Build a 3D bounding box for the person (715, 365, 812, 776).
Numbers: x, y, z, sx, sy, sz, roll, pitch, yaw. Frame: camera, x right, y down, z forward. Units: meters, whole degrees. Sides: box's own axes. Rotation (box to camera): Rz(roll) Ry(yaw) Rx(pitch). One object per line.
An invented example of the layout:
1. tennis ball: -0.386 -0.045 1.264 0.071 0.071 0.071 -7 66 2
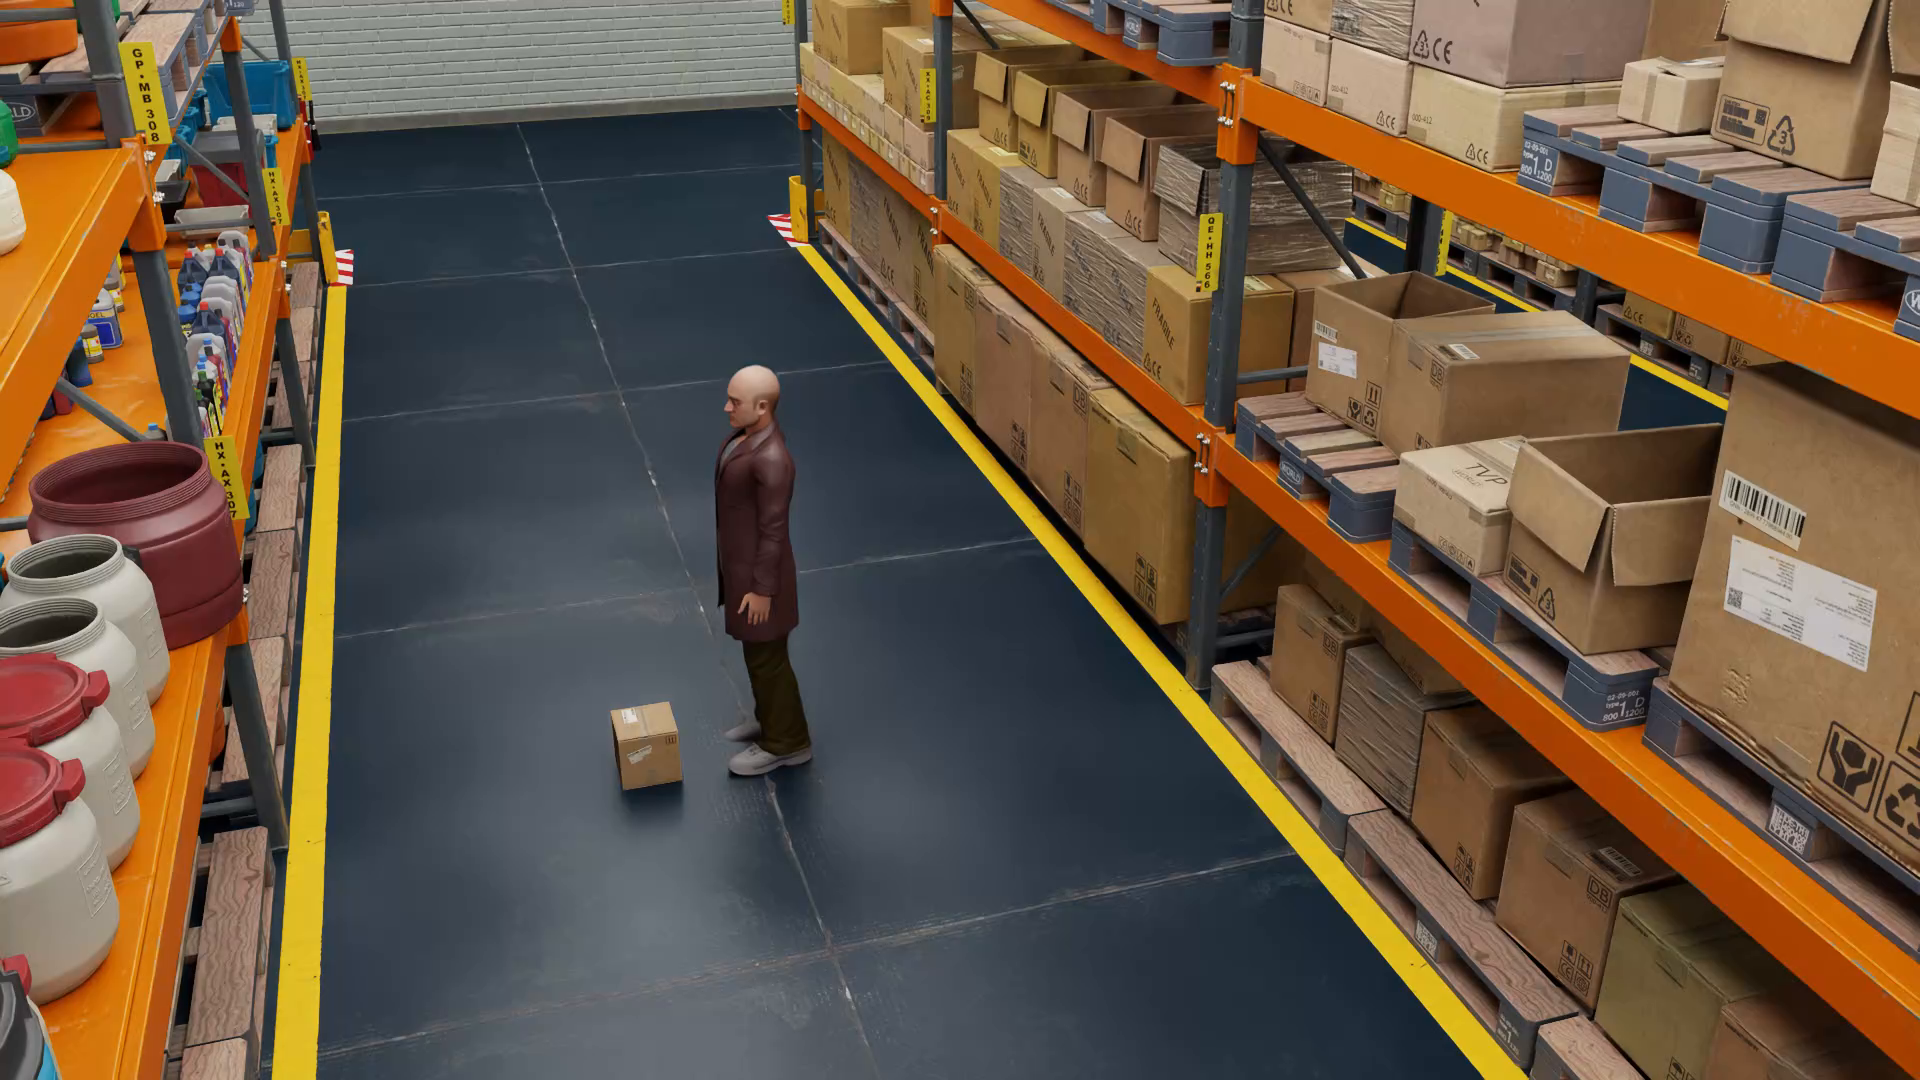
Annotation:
1. person: -0.836 0.141 6.874 0.397 1.809 0.561 -7 27 -15
